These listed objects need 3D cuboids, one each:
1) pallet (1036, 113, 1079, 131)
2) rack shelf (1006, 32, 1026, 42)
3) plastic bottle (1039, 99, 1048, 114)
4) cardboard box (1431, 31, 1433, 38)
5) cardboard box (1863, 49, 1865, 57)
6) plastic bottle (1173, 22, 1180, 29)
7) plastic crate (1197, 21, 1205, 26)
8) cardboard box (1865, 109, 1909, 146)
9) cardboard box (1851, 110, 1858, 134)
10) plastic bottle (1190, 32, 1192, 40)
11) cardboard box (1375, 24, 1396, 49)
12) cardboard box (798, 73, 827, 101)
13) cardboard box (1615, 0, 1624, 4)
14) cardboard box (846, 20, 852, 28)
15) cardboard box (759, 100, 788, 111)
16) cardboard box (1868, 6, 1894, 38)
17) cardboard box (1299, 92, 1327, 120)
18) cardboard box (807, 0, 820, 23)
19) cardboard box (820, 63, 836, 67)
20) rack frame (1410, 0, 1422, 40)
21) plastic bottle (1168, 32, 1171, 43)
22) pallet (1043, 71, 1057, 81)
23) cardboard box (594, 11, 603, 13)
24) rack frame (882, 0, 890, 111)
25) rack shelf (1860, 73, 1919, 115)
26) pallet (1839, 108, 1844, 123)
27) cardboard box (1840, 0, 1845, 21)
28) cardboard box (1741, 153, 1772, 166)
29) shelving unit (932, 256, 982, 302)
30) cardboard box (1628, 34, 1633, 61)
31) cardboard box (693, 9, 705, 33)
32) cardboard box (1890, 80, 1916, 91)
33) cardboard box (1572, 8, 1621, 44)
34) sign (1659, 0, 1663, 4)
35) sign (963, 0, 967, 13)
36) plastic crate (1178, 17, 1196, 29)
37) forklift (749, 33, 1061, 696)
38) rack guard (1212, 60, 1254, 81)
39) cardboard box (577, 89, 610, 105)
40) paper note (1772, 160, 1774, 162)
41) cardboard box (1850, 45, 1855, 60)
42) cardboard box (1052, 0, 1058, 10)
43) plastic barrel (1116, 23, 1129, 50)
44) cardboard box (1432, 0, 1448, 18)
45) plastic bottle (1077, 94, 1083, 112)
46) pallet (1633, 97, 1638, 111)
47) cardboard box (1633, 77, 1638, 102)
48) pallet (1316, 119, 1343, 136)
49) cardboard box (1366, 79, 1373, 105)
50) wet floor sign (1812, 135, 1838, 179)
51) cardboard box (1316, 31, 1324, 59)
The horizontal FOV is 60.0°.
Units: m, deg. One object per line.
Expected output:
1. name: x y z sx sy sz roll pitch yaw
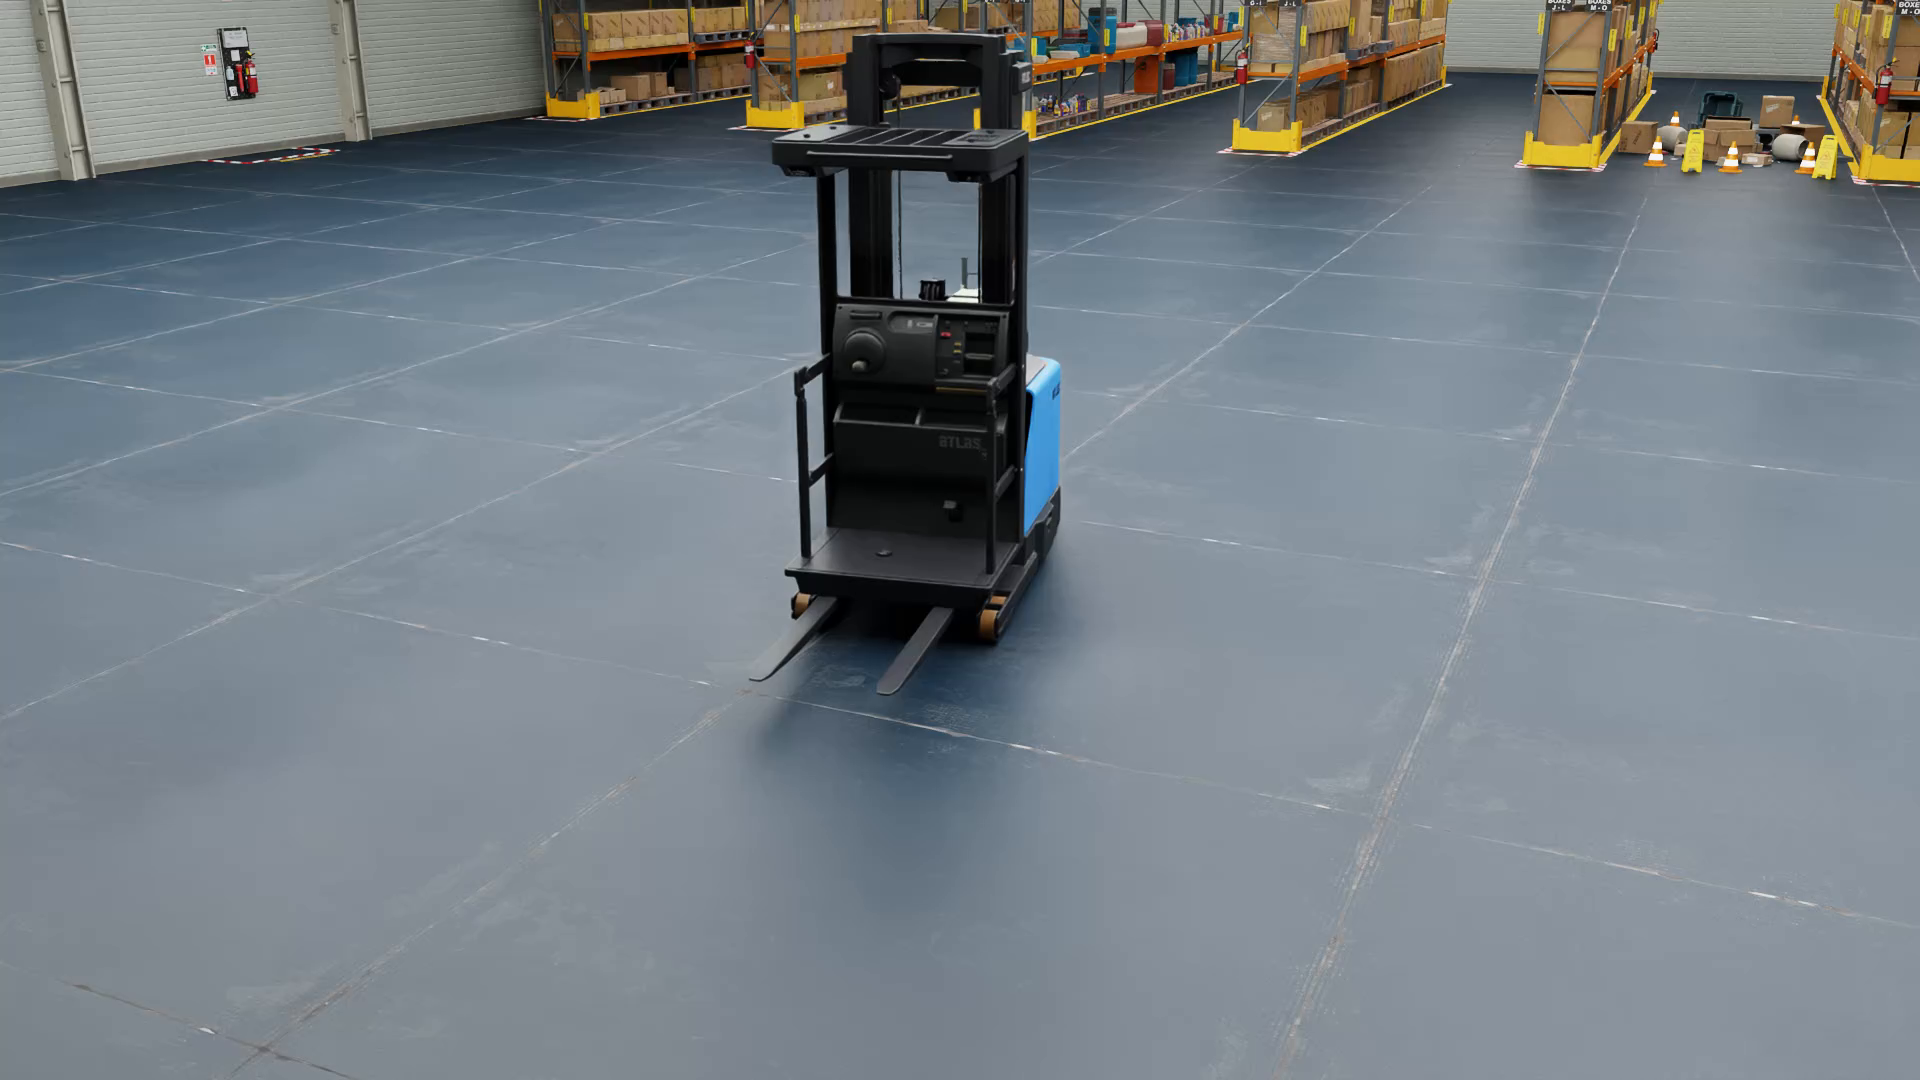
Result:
1. pallet: 1.682 -8.301 32.996 1.003 0.211 1.213 9 21 23
2. rack shelf: 0.433 -12.365 41.335 1.077 0.370 4.000 9 21 23
3. plastic bottle: 1.678 -8.723 33.428 0.152 0.276 0.135 9 21 23
4. cardboard box: 11.349 -12.358 40.617 0.380 0.149 0.250 8 21 21
5. cardboard box: 16.310 -8.665 29.604 0.380 0.149 0.250 9 21 23
6. plastic bottle: 5.313 -12.536 40.815 0.144 0.351 0.185 9 21 23
7. plastic crate: 6.343 -13.282 43.000 0.416 0.233 0.300 9 21 23
8. cardboard box: 14.505 -6.463 26.024 0.500 0.500 0.500 9 21 23
9. cardboard box: 16.557 -7.490 29.849 0.950 0.372 0.625 10 22 26
10. plastic bottle: 5.469 -12.030 39.615 0.097 0.201 0.097 0 20 0
11. cardboard box: 9.097 -10.891 35.966 0.500 0.500 0.500 9 22 24
12. cardboard box: -3.037 -9.189 33.689 0.500 0.500 0.500 9 21 23
13. cardboard box: 14.717 -12.083 37.382 0.500 0.500 0.500 8 21 21
14. cardboard box: -2.462 -10.722 34.524 0.380 0.149 0.250 9 22 24
15. cardboard box: -3.712 -8.754 33.584 0.500 0.250 0.500 9 21 23
16. cardboard box: 15.215 -8.400 27.027 0.700 0.500 0.500 8 21 22
17. cardboard box: 6.811 -8.413 32.251 0.500 0.500 0.500 8 21 21
18. cardboard box: -3.227 -10.624 33.280 0.700 0.500 0.500 8 21 21
19. cardboard box: -3.778 -12.690 43.757 0.750 0.750 0.750 9 22 24
20. rack frame: 10.288 -11.955 39.108 1.000 3.000 0.127 9 21 23
21. plastic bottle: 4.779 -11.539 38.112 0.061 0.283 0.133 9 21 23
22. pallet: 2.032 -12.585 45.043 1.003 0.211 1.213 9 21 23
23. cardboard box: -7.761 -11.102 35.785 0.500 0.500 0.500 8 21 21
24. rack frame: -2.024 -10.870 36.057 1.000 3.000 0.127 9 21 23
25. rack shelf: 15.234 -7.199 26.809 1.077 0.370 4.000 9 21 23
26. pallet: 18.583 -8.661 34.007 1.003 0.211 1.213 9 21 23
27. cardboard box: 20.101 -11.911 37.343 0.500 0.500 0.500 8 21 22
28. cardboard box: 13.108 -6.261 27.353 0.250 0.149 0.380 -14 24 -33
29. shelving unit: 0.121 -0.955 10.416 0.431 1.500 0.755 5 20 14
30. cardboard box: 12.578 -9.431 31.862 0.500 0.500 0.500 9 21 24
31. cardboard box: -6.306 -11.954 38.299 0.700 0.500 0.500 9 21 23
32. cardboard box: 14.373 -6.952 25.416 0.380 0.149 0.250 9 22 25
33. cardboard box: 10.539 -8.596 27.828 0.875 0.550 0.550 9 21 23
34. sign: 16.907 -13.078 40.067 0.100 0.325 0.005 9 21 23
35. sign: 0.121 -12.563 39.090 0.100 0.325 0.005 9 21 23
36. plastic crate: 5.649 -12.845 41.544 0.392 0.384 0.575 9 21 23
37. forklift: -0.257 -1.003 8.416 1.130 2.935 3.031 5 20 14
38. rack guard: 7.405 -12.689 44.902 1.175 0.500 0.348 9 21 23
39. cardboard box: -7.818 -9.465 35.463 0.500 0.311 0.500 6 20 17
40. paper note: 13.471 -6.324 27.722 0.148 0.019 0.142 18 26 41
41. cardboard box: 17.661 -9.492 32.406 0.500 0.250 0.500 8 21 21
42. cardboard box: 2.334 -14.412 44.375 0.500 0.500 0.500 9 22 24
43. plastic barrel: 3.385 -10.740 35.488 0.433 0.535 0.433 0 20 0
44. cardboard box: 11.966 -13.416 41.876 0.500 0.500 0.500 9 21 23
45. plastic bottle: 2.414 -8.853 33.683 0.144 0.351 0.185 7 21 20
46. pallet: 14.454 -9.691 36.905 1.003 0.211 1.213 9 21 23
47. cardboard box: 14.488 -9.846 36.282 0.500 0.500 0.500 8 21 21
48. pallet: 6.769 -7.985 32.108 1.003 0.211 1.213 9 21 23
49. cardboard box: 8.394 -9.554 35.431 0.700 0.500 0.500 7 21 20
50. wet floor sign: 13.361 -5.906 25.614 0.267 0.644 0.232 18 26 41
51. cardboard box: 6.179 -9.106 30.503 0.875 0.500 0.500 9 21 23
